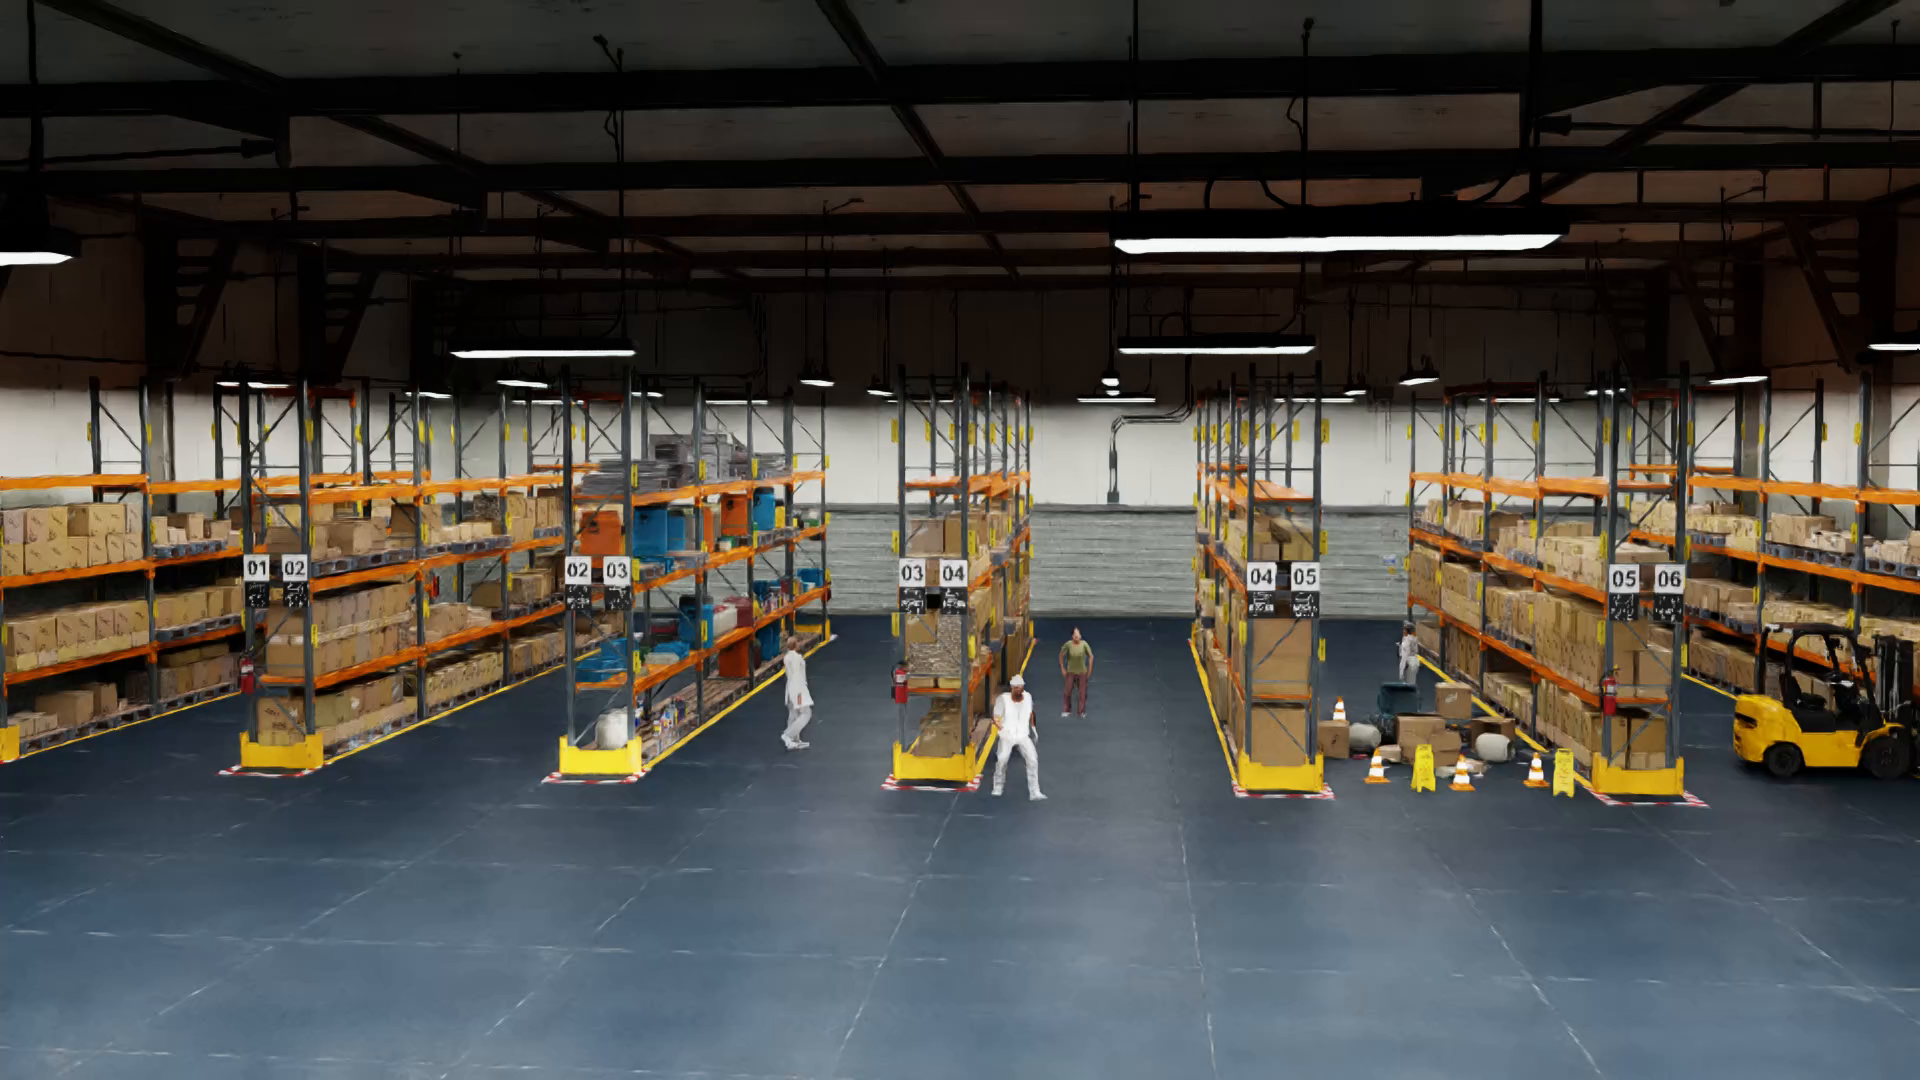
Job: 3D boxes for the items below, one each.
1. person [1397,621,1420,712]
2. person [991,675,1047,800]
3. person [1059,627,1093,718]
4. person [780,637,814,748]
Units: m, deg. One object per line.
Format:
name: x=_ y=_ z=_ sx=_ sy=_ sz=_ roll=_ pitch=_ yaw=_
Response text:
person: x=7.918 y=2.269 z=29.399 sx=0.539 sy=1.665 sz=0.572 roll=2 pitch=4 yaw=34
person: x=0.759 y=2.673 z=22.734 sx=0.704 sy=1.711 sz=0.835 roll=-1 pitch=4 yaw=-12
person: x=2.031 y=2.325 z=29.233 sx=0.585 sy=1.619 sz=0.507 roll=0 pitch=4 yaw=4
person: x=-2.612 y=2.422 z=26.356 sx=0.516 sy=1.773 sz=0.628 roll=-2 pitch=4 yaw=-23
